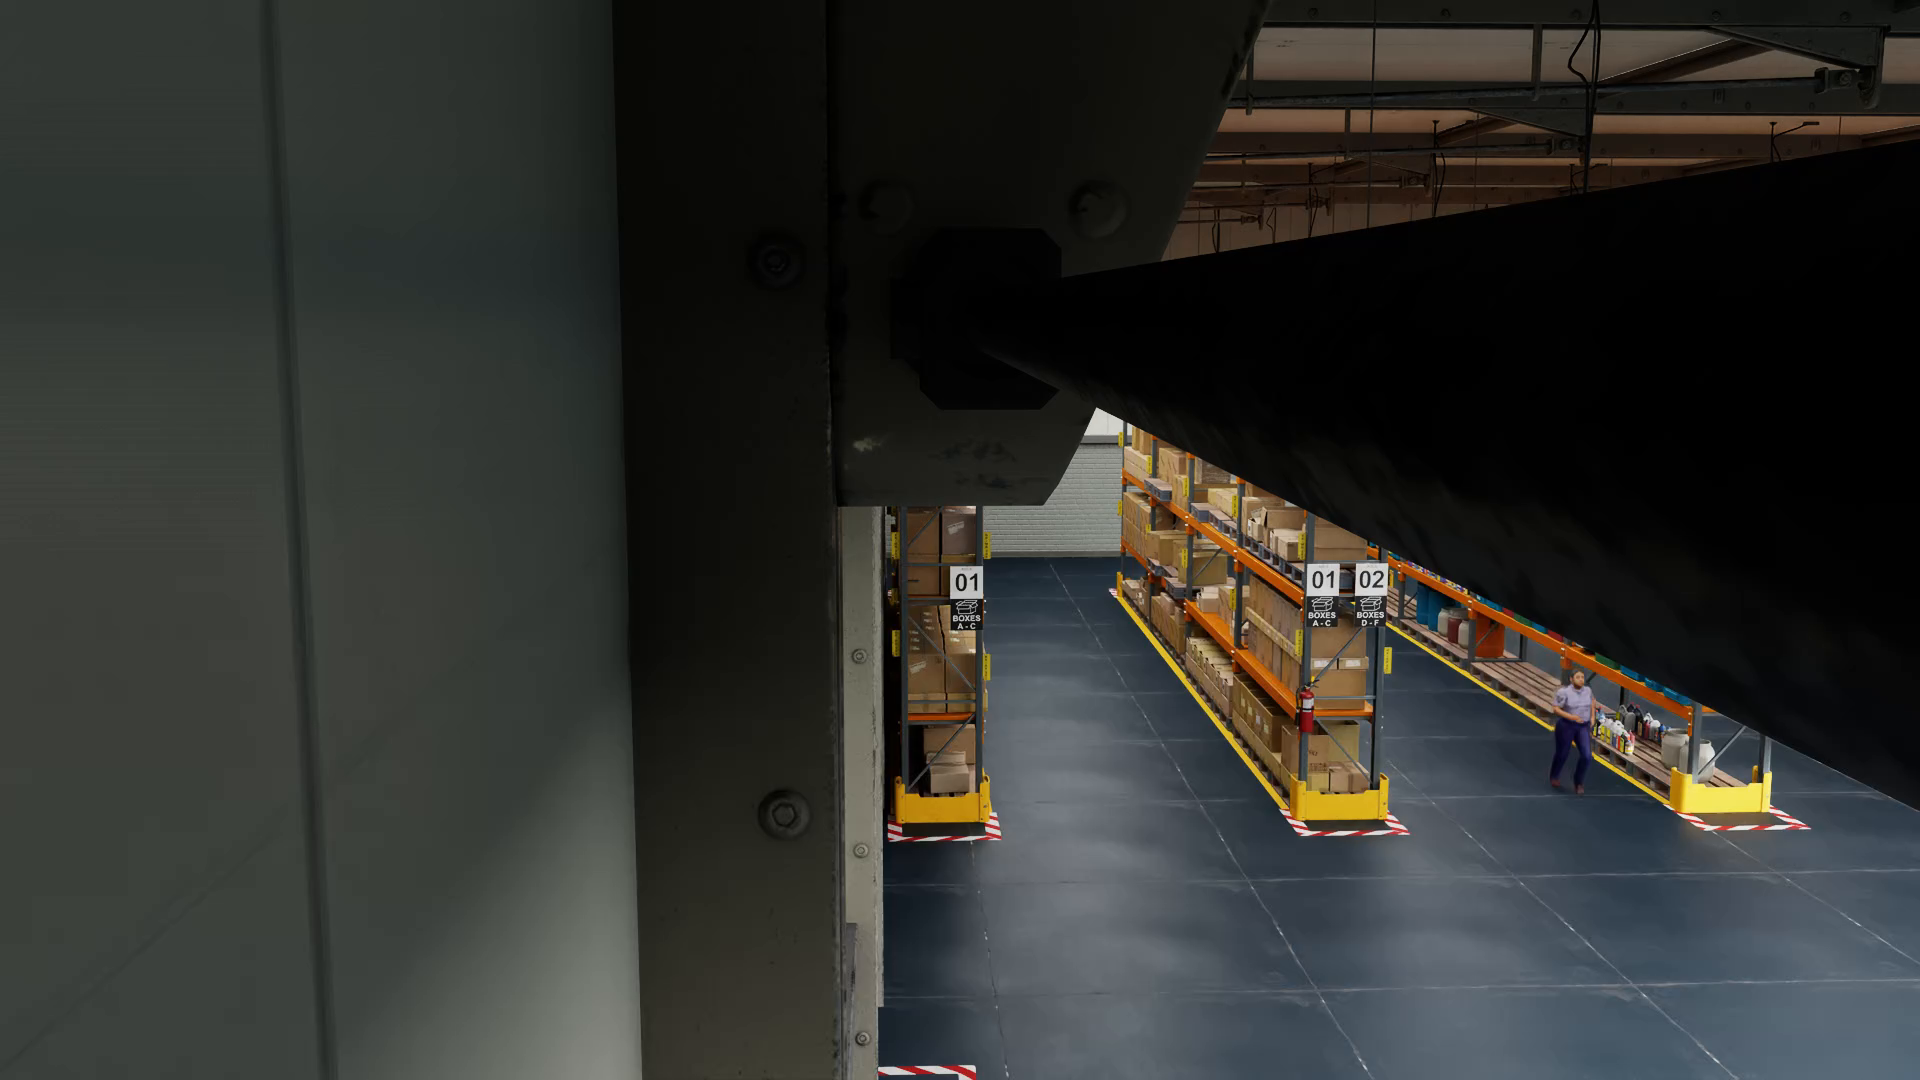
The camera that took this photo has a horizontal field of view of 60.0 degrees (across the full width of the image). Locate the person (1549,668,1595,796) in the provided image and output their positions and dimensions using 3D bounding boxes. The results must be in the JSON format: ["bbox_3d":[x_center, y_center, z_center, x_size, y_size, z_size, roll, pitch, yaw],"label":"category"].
[{"bbox_3d":[8.014,2.506,21.675,0.628,1.705,0.695,-1,8,-4],"label":"person"}]
